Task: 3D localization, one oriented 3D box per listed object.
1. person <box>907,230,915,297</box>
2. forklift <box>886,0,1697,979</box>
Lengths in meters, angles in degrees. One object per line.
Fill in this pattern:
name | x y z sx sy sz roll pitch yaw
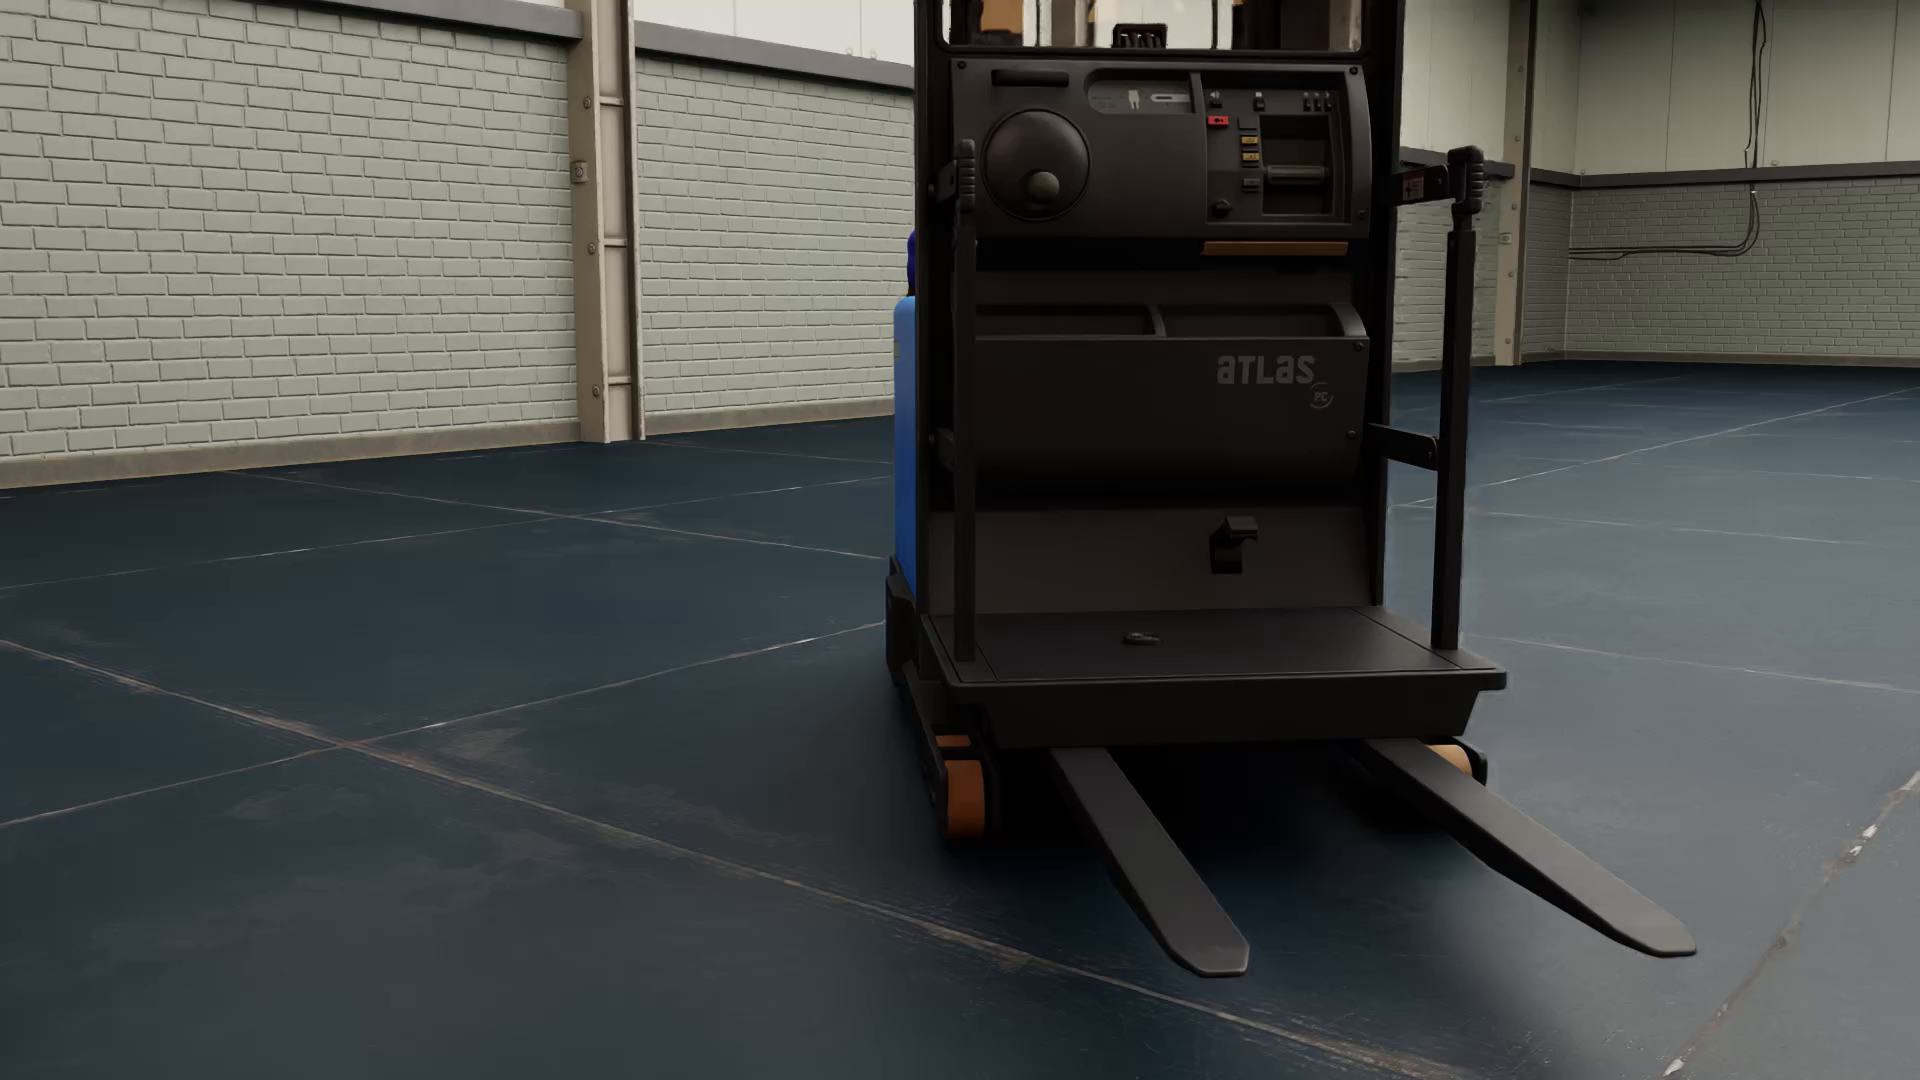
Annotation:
person | 0.070 -0.833 7.339 0.570 1.654 0.504 7 11 38
forklift | 0.470 -0.903 3.452 1.130 2.935 3.031 -1 8 -6
